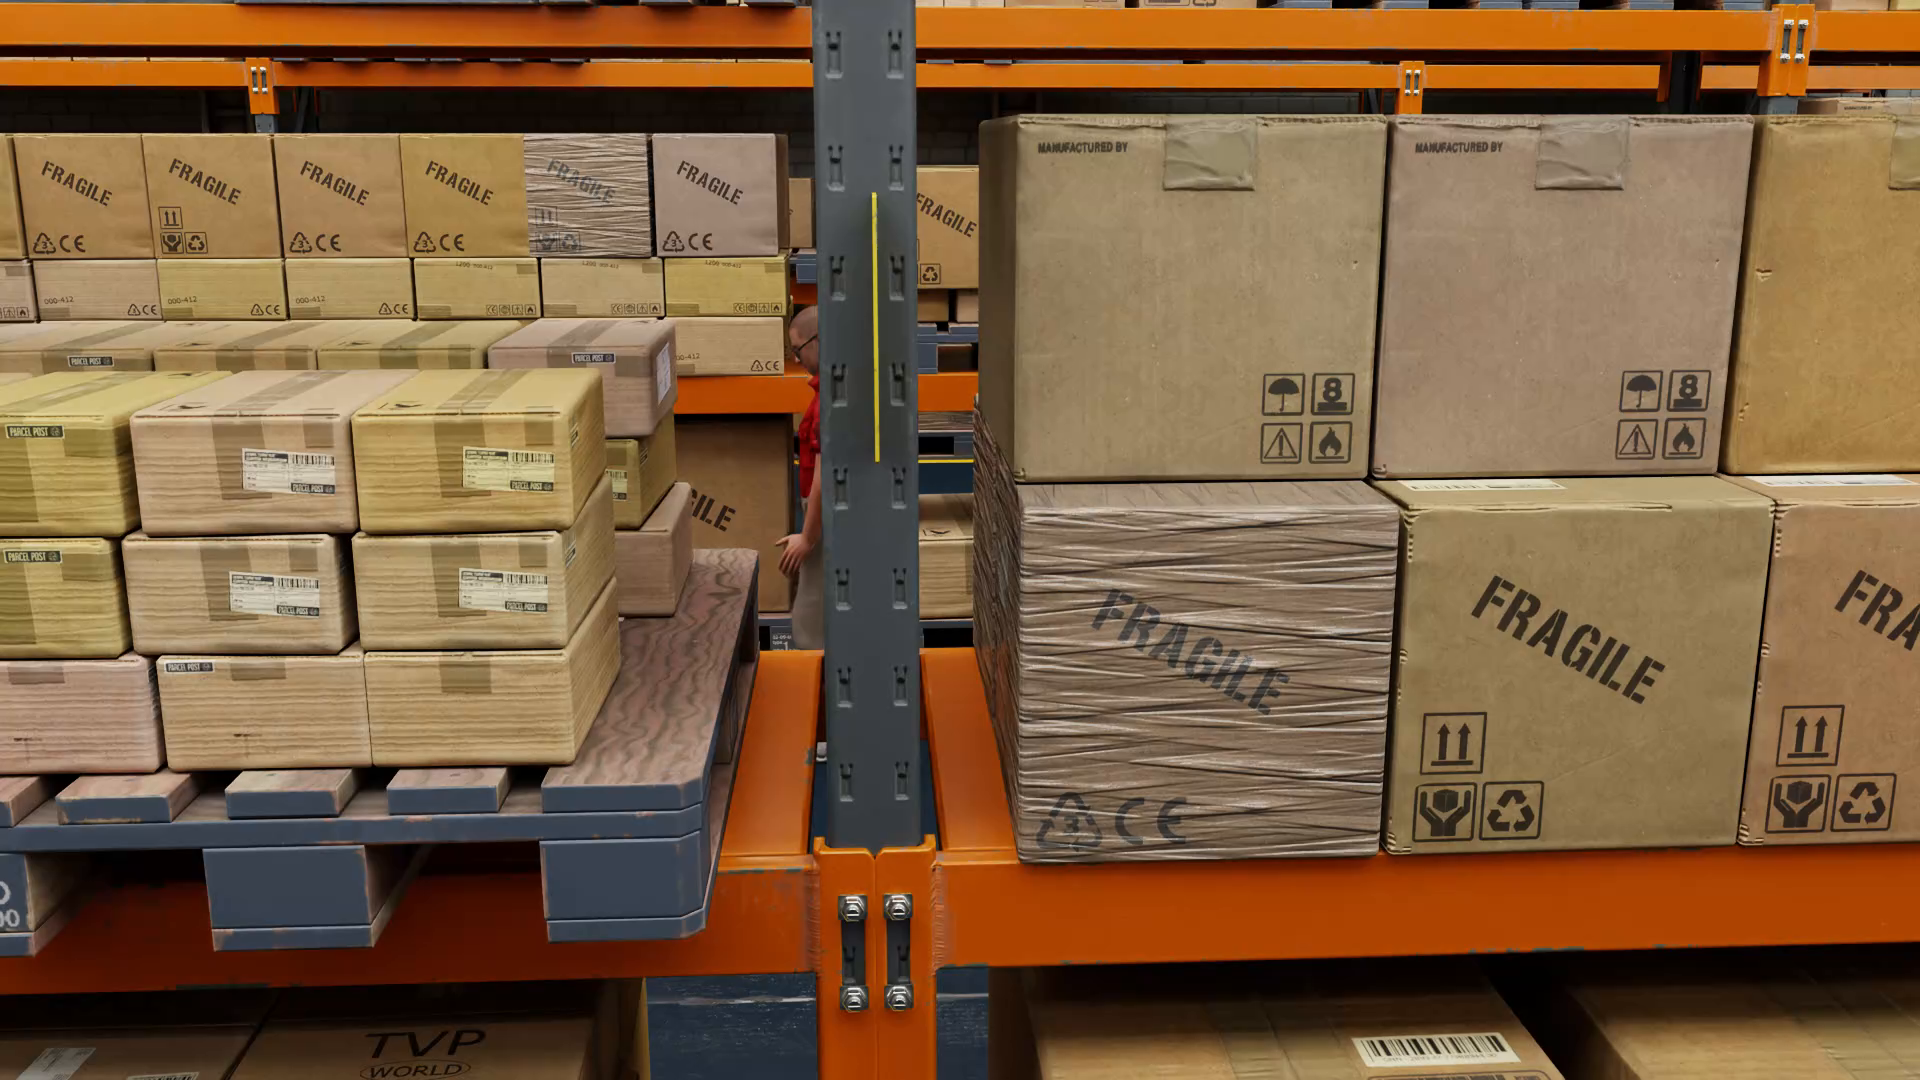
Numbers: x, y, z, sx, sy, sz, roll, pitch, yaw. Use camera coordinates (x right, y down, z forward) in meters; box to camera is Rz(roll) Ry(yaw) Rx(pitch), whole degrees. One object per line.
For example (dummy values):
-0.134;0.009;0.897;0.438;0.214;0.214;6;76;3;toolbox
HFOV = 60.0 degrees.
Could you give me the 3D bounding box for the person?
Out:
-0.457;-0.002;6.197;0.447;1.667;0.561;2;14;10;person
